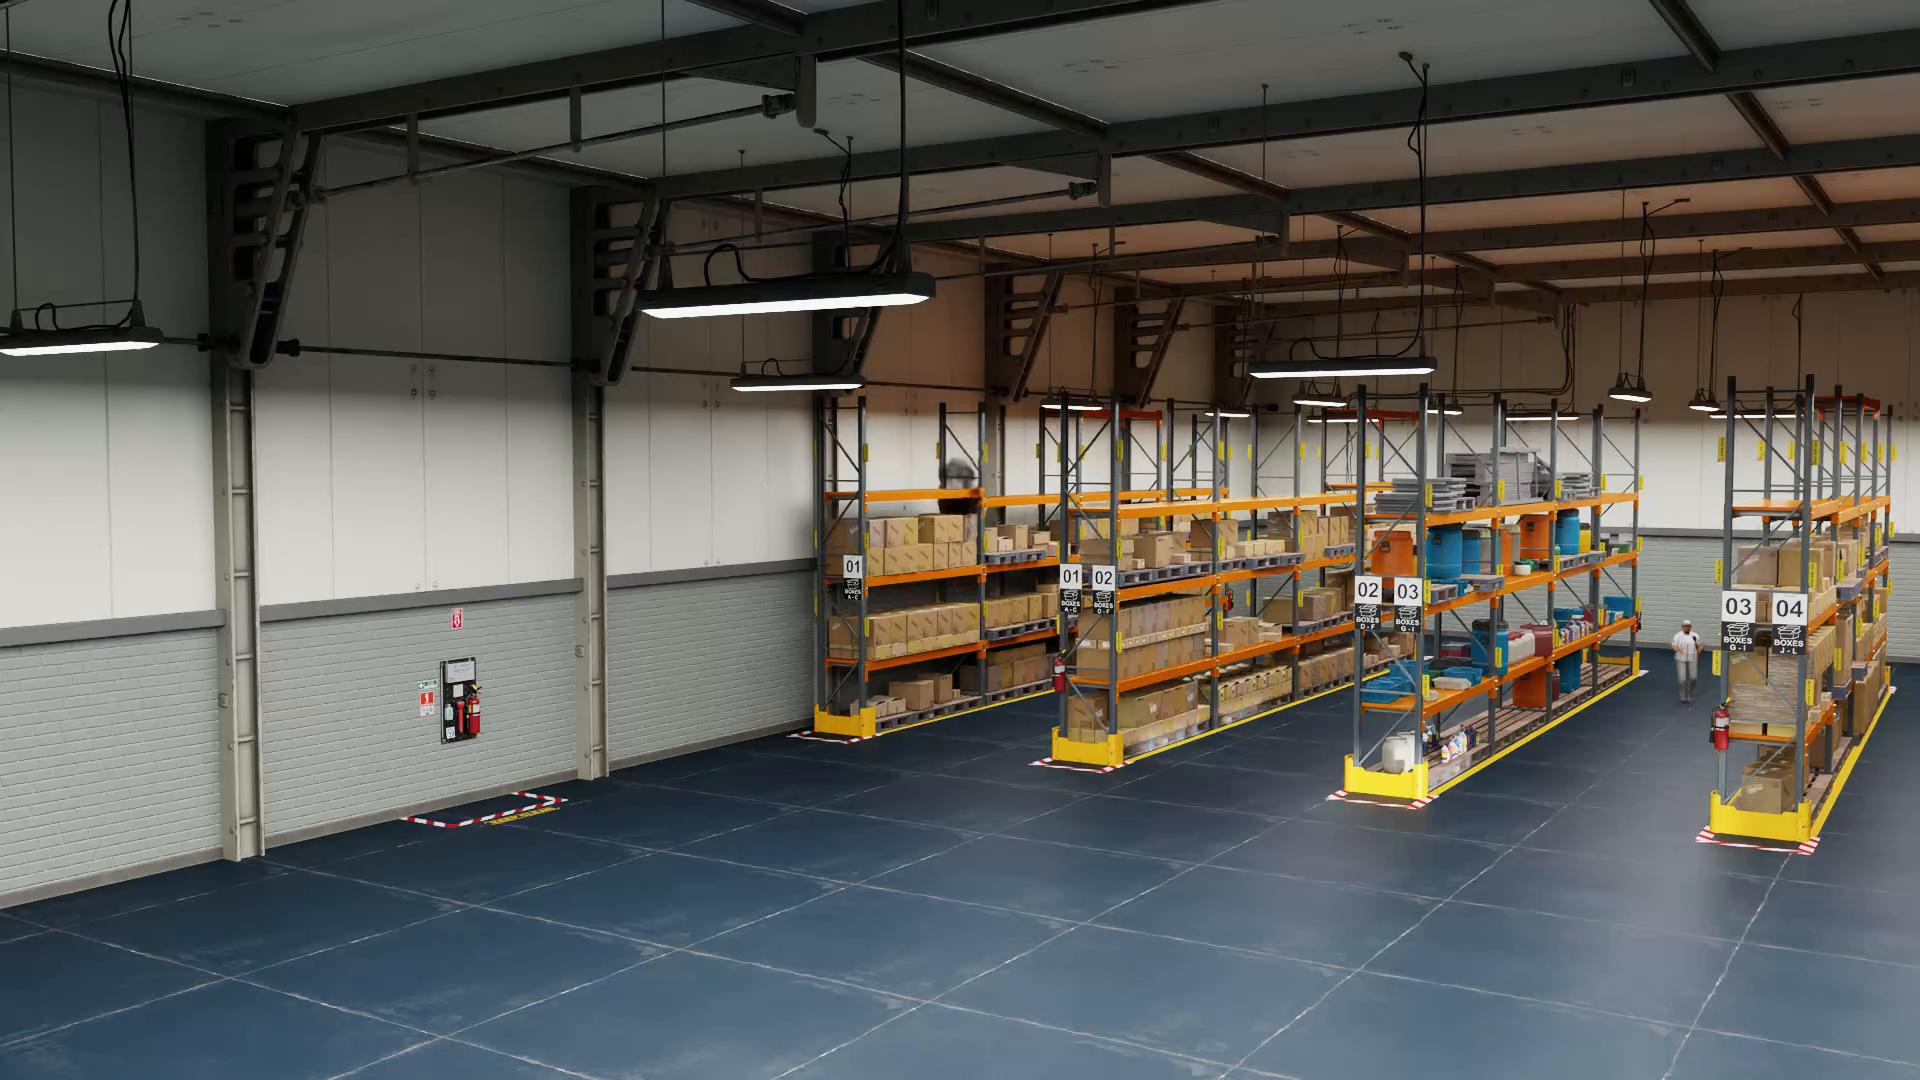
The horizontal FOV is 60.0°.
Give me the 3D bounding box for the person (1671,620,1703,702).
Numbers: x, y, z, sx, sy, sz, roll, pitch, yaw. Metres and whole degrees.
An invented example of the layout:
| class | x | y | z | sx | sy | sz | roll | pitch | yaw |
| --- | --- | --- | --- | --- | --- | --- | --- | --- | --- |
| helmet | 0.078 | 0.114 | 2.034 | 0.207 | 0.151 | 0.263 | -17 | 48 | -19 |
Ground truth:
| class | x | y | z | sx | sy | sz | roll | pitch | yaw |
| --- | --- | --- | --- | --- | --- | --- | --- | --- | --- |
| person | 14.573 | 2.433 | 33.320 | 0.589 | 1.647 | 0.590 | 1 | 3 | 19 |
